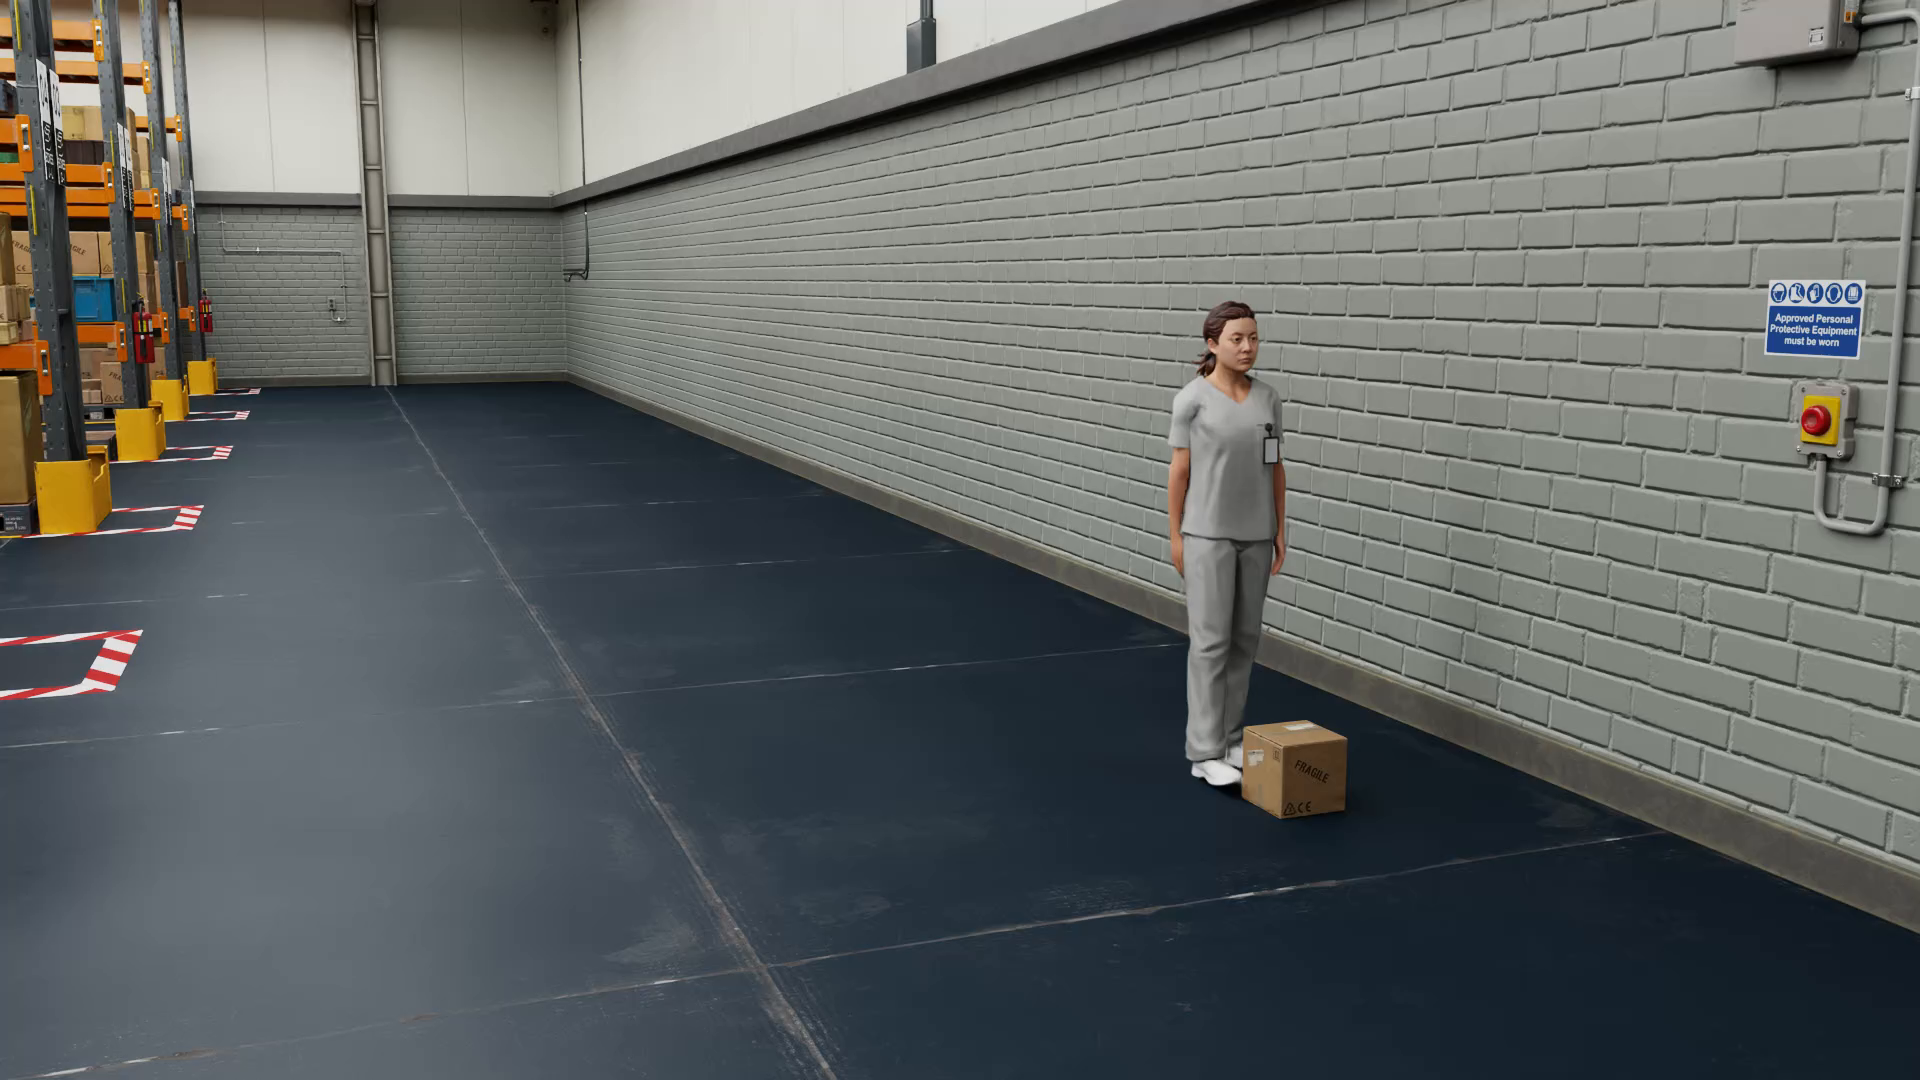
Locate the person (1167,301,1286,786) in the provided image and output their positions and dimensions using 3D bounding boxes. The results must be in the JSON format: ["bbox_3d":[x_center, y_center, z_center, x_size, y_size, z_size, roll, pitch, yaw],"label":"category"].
[{"bbox_3d":[0.977,0.006,5.835,0.442,1.670,0.520,-3,10,-20],"label":"person"}]
